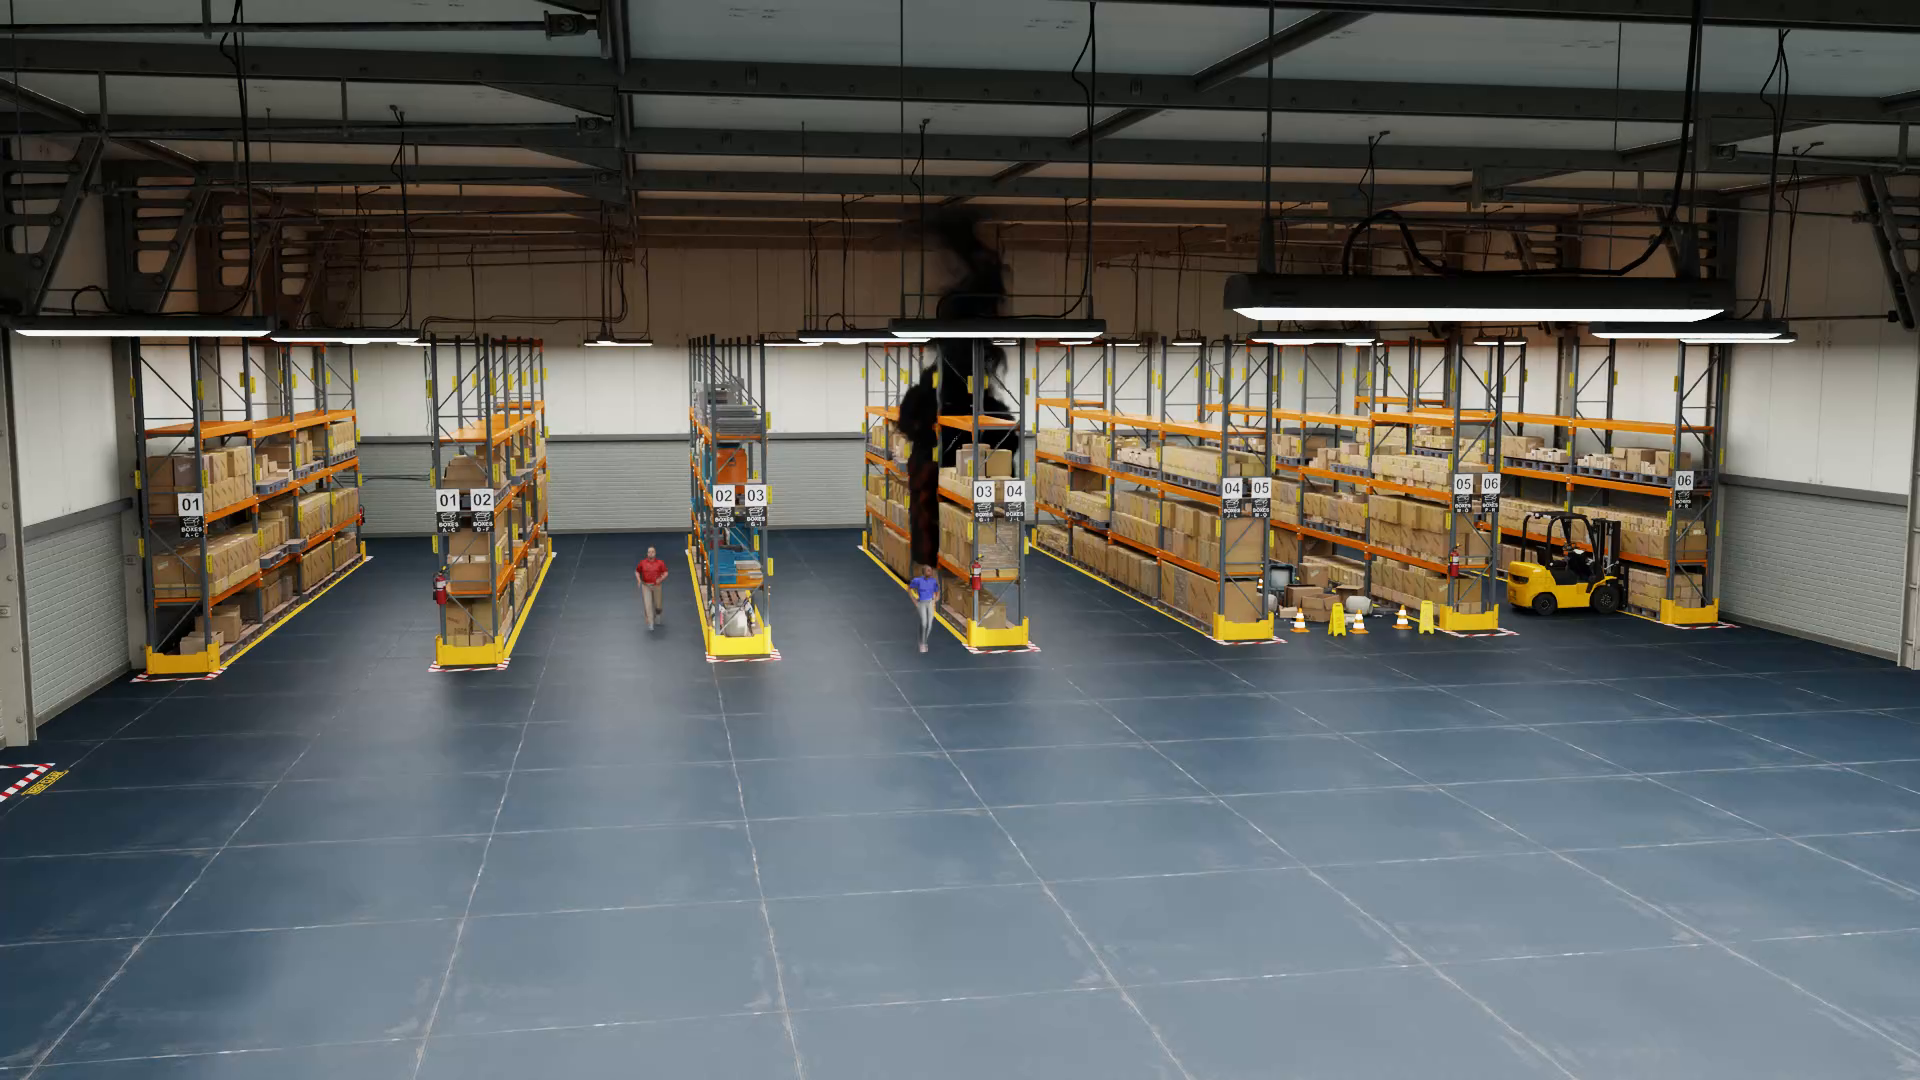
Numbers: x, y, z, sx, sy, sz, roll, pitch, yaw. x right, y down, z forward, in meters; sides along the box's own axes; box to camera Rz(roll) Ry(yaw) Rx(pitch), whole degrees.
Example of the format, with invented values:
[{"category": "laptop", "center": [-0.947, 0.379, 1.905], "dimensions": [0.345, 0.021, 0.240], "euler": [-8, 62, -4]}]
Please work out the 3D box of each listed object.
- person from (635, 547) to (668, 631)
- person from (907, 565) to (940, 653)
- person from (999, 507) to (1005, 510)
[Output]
[{"category": "person", "center": [-6.320, 0.985, 34.080], "dimensions": [0.672, 1.683, 0.779], "euler": [-1, 7, -8]}, {"category": "person", "center": [-0.663, 1.271, 31.645], "dimensions": [0.585, 1.618, 0.672], "euler": [-3, 7, -21]}, {"category": "person", "center": [1.382, -0.416, 46.151], "dimensions": [0.721, 1.736, 0.680], "euler": [-2, 7, -13]}]
